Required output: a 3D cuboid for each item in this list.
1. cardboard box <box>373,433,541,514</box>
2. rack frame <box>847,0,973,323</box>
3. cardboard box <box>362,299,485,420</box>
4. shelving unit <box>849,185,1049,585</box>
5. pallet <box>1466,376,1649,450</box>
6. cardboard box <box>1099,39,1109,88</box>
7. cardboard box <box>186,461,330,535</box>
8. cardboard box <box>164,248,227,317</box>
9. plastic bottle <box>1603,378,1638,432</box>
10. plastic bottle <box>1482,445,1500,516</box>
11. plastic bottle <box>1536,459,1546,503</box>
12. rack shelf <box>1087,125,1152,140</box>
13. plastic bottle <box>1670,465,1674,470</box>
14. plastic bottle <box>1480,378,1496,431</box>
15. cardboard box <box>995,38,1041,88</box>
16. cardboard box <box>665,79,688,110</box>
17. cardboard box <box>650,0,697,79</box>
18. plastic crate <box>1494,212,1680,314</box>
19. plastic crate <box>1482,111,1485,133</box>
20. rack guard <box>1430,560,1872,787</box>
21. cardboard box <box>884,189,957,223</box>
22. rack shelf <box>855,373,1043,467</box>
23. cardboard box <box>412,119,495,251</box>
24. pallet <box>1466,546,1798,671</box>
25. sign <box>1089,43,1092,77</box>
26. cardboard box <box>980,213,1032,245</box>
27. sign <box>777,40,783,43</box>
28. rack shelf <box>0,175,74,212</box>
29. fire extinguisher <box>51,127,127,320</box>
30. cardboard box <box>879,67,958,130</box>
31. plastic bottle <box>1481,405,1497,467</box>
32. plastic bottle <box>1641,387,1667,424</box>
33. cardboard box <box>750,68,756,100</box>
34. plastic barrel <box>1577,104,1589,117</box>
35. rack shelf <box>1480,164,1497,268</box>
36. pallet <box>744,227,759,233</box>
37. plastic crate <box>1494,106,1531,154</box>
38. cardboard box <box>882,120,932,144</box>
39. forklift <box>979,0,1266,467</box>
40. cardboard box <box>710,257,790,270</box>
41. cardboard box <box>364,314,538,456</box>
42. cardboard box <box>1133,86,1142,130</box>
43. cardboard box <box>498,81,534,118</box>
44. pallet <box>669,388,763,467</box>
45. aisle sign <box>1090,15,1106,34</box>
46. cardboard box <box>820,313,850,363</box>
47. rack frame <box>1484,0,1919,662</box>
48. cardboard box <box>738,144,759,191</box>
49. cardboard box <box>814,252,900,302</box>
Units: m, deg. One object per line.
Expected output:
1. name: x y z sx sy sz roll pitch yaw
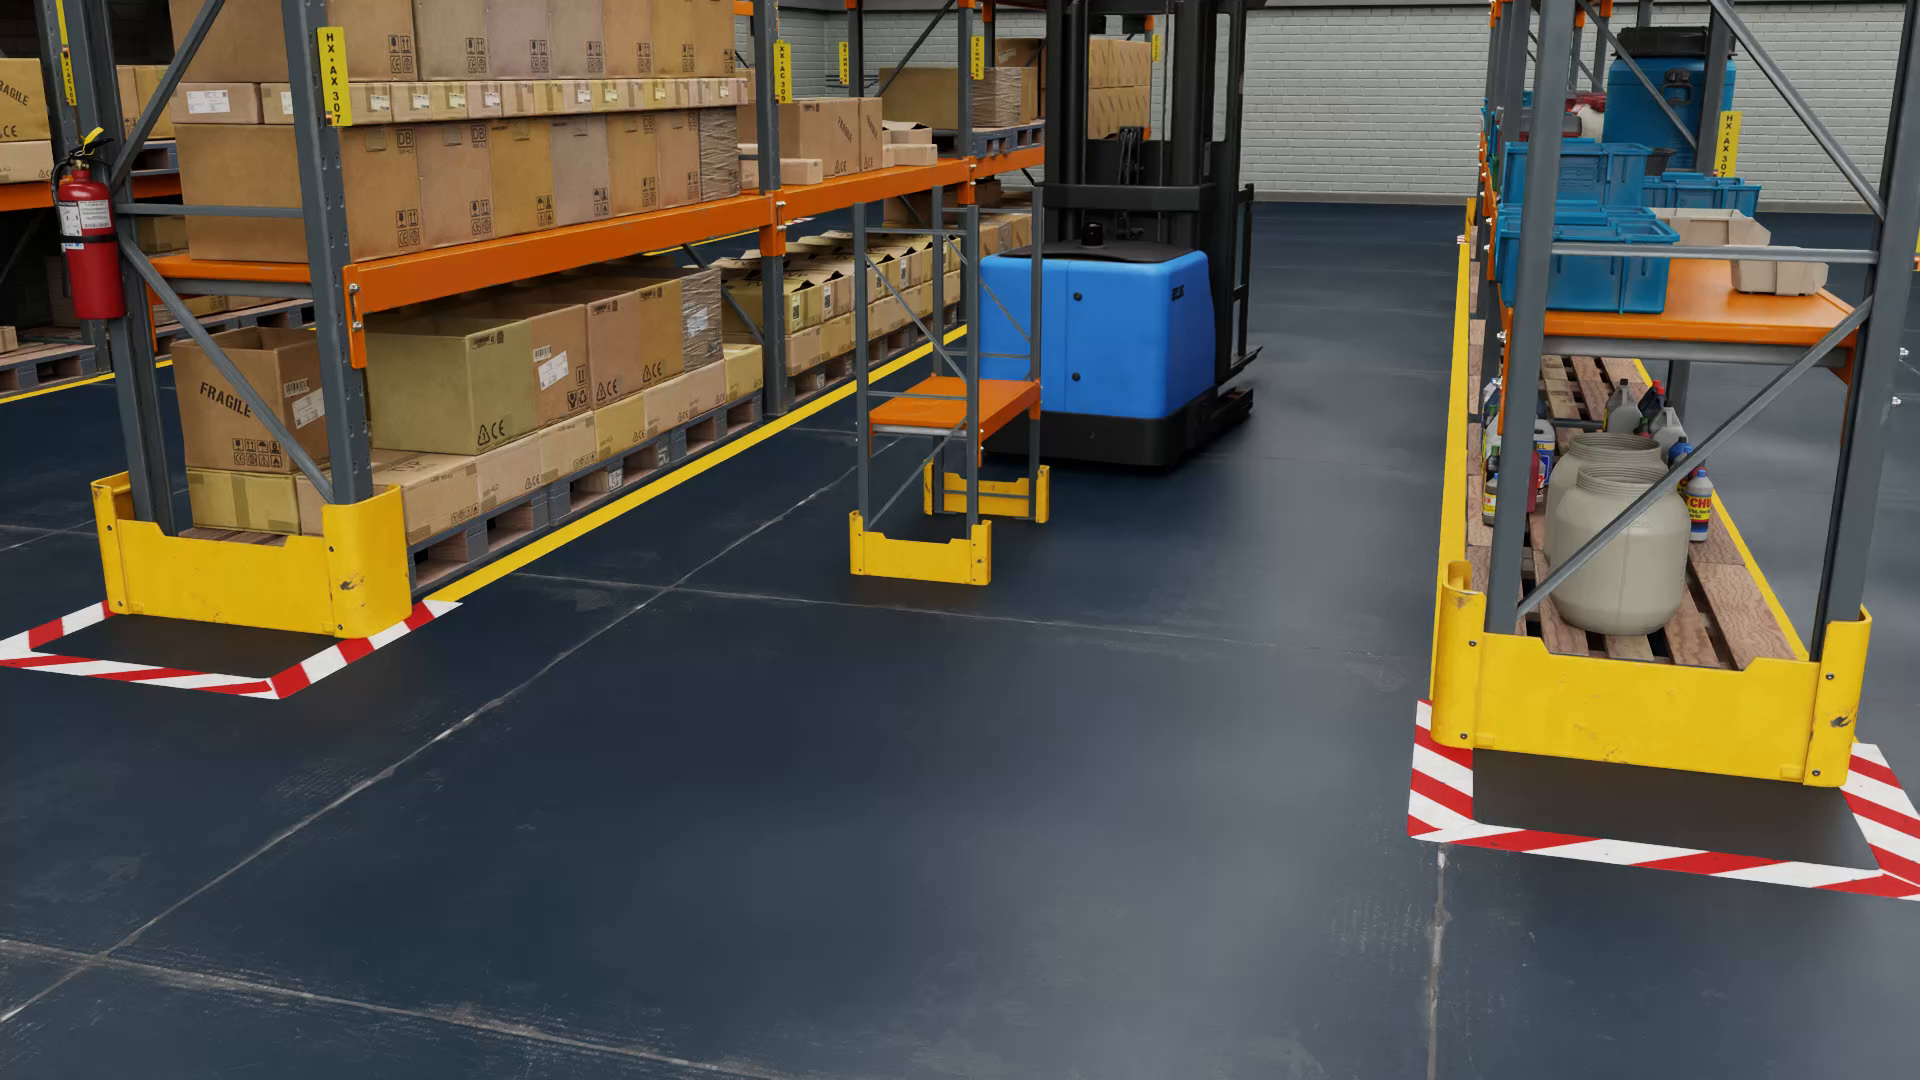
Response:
1. cardboard box: -2.166 -0.309 7.190 0.500 0.250 0.500 5 16 16
2. rack frame: -0.396 -3.268 13.355 1.000 3.000 0.127 5 16 16
3. cardboard box: -2.533 -0.841 7.694 0.500 0.500 0.500 5 16 16
4. shelving unit: -0.022 -0.702 7.054 0.587 1.500 1.083 5 16 16
5. pallet: 3.401 -0.704 9.424 1.003 0.211 1.213 5 16 16
6. cardboard box: 1.290 -5.080 17.728 0.500 0.500 0.500 4 16 14
7. cardboard box: -2.801 -0.218 6.870 0.500 0.250 0.500 5 16 16
8. cardboard box: -5.992 -1.947 12.471 0.700 0.500 0.500 4 16 15
9. plastic bottle: 3.170 -0.594 7.976 0.144 0.351 0.185 5 16 16
10. plastic bottle: 2.196 -0.242 6.856 0.061 0.283 0.133 5 17 17
11. plastic bottle: 2.442 -0.265 7.090 0.097 0.201 0.097 0 16 0
12. rack shelf: 1.309 -4.492 18.988 1.077 0.370 4.000 5 16 16
13. plastic bottle: 3.046 -0.248 7.027 0.097 0.201 0.097 0 16 0
14. plastic bottle: 2.704 -0.686 8.446 0.097 0.271 0.097 0 16 0
15. cardboard box: 0.636 -4.996 17.432 0.500 0.500 0.500 5 17 16
16. cardboard box: -1.623 -2.292 8.542 0.380 0.149 0.250 5 16 16
17. cardboard box: -1.796 -2.645 8.598 0.700 0.500 0.500 5 16 16
18. plastic crate: 1.934 -0.873 5.182 0.499 0.251 0.616 5 16 16
19. plastic crate: 5.780 -4.463 17.762 0.416 0.233 0.300 5 16 16
20. rack guard: 2.055 0.389 5.043 1.175 0.500 0.348 5 16 16
21. cardboard box: -0.344 -2.916 14.514 0.500 0.250 0.500 5 17 18
22. rack shelf: -0.024 -0.526 7.095 0.538 0.185 1.000 5 16 16
23. cardboard box: -2.380 -1.482 6.875 0.700 0.500 0.500 5 17 17
24. pallet: 2.291 0.316 5.830 1.003 0.211 1.213 5 16 16
25. sign: 1.273 -4.830 16.738 0.100 0.325 0.005 5 16 16
26. cardboard box: 0.441 -2.780 15.407 0.500 0.500 0.500 4 16 14
27. sign: -2.357 -6.370 21.734 0.100 0.325 0.005 5 16 16
28. rack shelf: -6.852 -1.736 9.270 1.077 0.370 4.000 5 16 16
29. fire extinguisher: -3.149 -1.143 6.005 0.296 0.674 0.183 5 16 16
30. cardboard box: -0.325 -3.692 13.896 0.700 0.500 0.500 -1 16 -3
31. plastic bottle: 2.447 -0.473 7.673 0.061 0.283 0.133 5 17 18
32. plastic bottle: 3.254 -0.533 7.760 0.144 0.351 0.185 4 16 13
33. cardboard box: -3.009 -5.755 21.571 0.980 0.700 0.700 5 17 18
34. plastic barrel: 4.264 -2.651 10.975 0.421 0.512 0.421 0 16 0
35. rack shelf: 3.783 -2.014 10.251 1.077 0.370 4.000 5 16 16
36. pallet: -3.026 -4.188 21.707 1.003 0.211 1.213 5 16 16
37. plastic crate: 3.599 -2.515 10.582 0.402 0.464 0.583 5 16 16
38. cardboard box: -0.542 -3.134 13.044 0.500 0.311 0.500 6 17 19
39. forklift: 1.112 -2.140 9.503 1.130 2.935 3.031 6 17 22
40. cardboard box: -1.407 -1.766 11.300 0.500 0.311 0.500 5 16 16
41. cardboard box: -2.164 -0.669 7.087 0.500 0.500 0.500 5 16 16
42. cardboard box: 1.867 -5.135 19.754 0.500 0.500 0.500 5 17 16
43. cardboard box: -2.060 -1.892 7.130 0.380 0.149 0.250 4 16 14
44. pallet: -1.799 -0.676 9.324 1.003 0.211 1.213 5 16 16
45. aisle sign: 1.615 -6.653 20.523 0.394 0.787 0.004 5 16 16
46. cardboard box: -1.034 -1.321 10.759 0.500 0.250 0.500 5 17 17
47. rack frame: 2.078 -0.790 4.618 1.000 3.000 0.127 5 16 16
48. cardboard box: -1.435 -2.282 10.152 0.500 0.250 0.500 6 17 19
49. cardboard box: -0.741 -1.862 11.639 0.500 0.311 0.500 5 17 17
